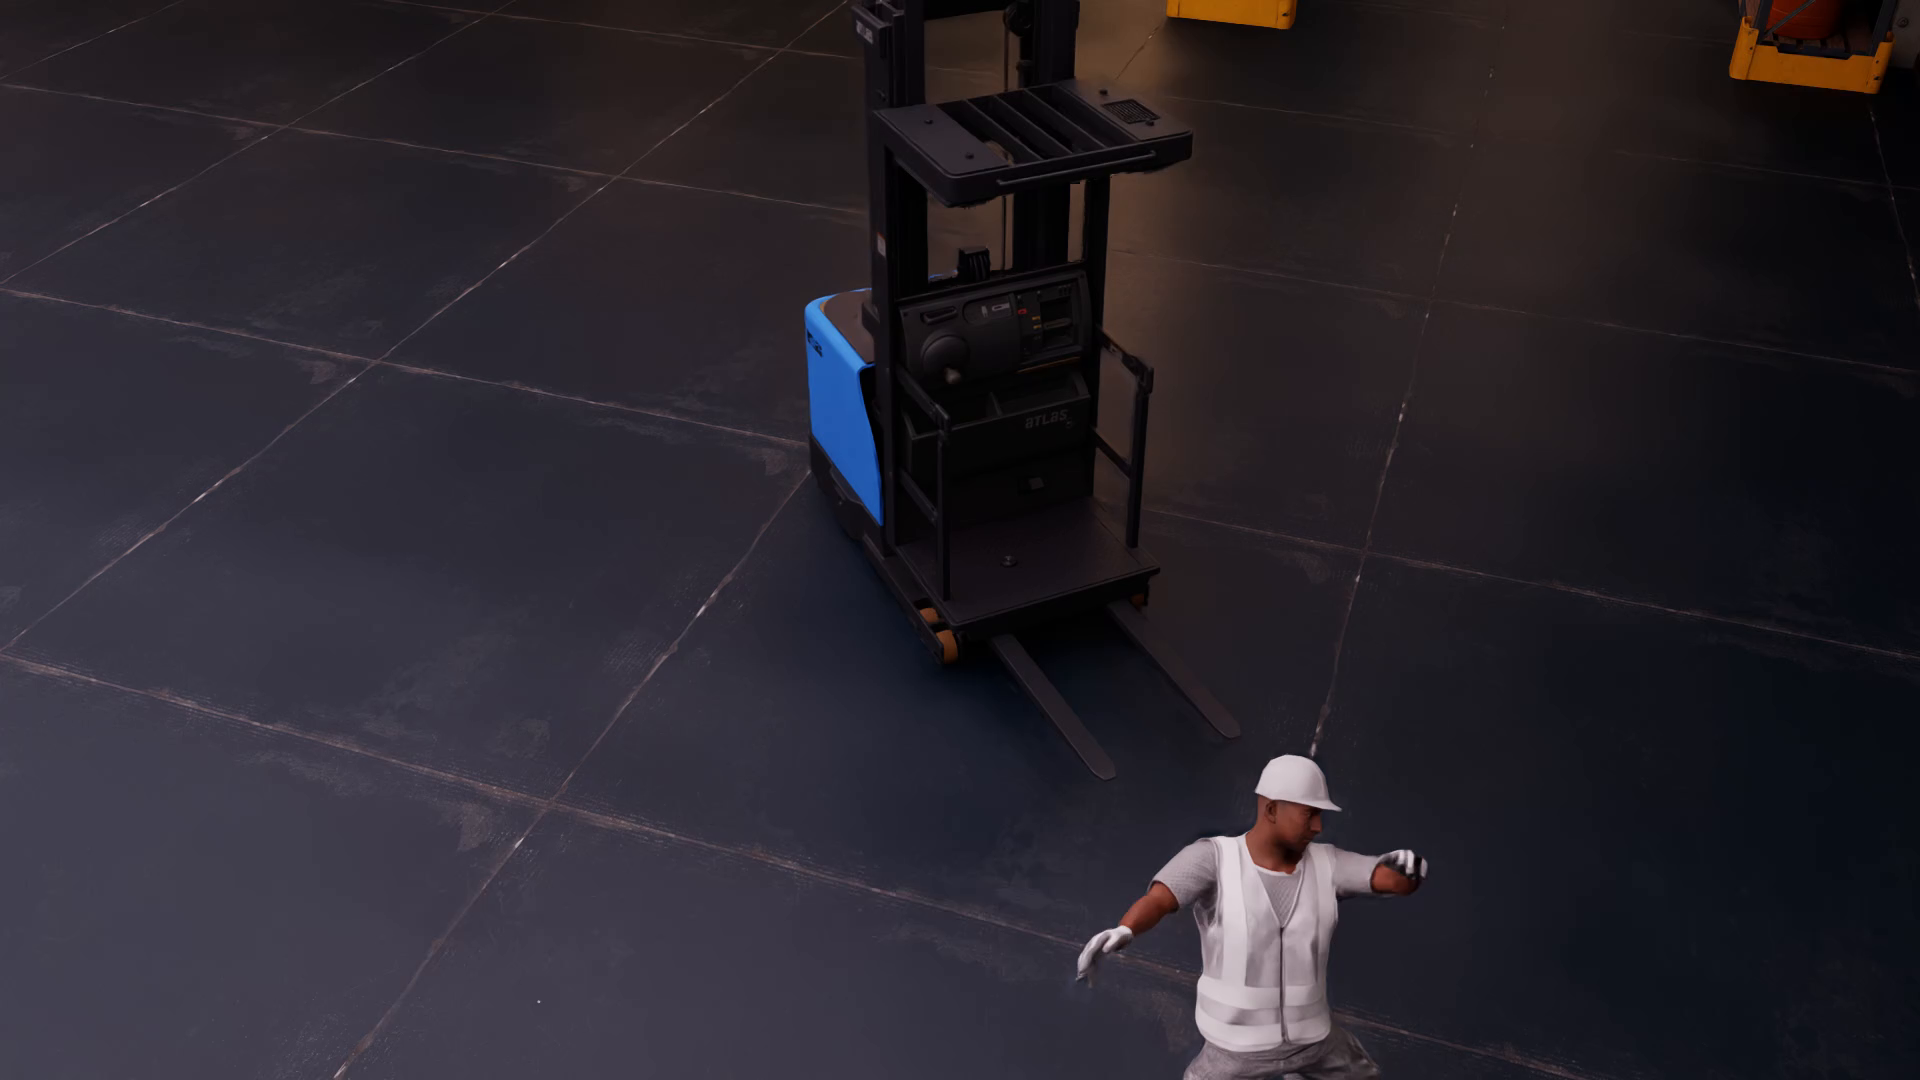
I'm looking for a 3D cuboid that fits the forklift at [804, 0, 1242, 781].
[{"bbox_3d":[0.263,-0.895,7.374,1.130,2.935,3.031,-15,38,-20],"label":"forklift"}]

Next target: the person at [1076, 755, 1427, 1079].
[{"bbox_3d":[0.798,1.423,5.206,1.091,1.626,0.699,-10,36,-13],"label":"person"}]
